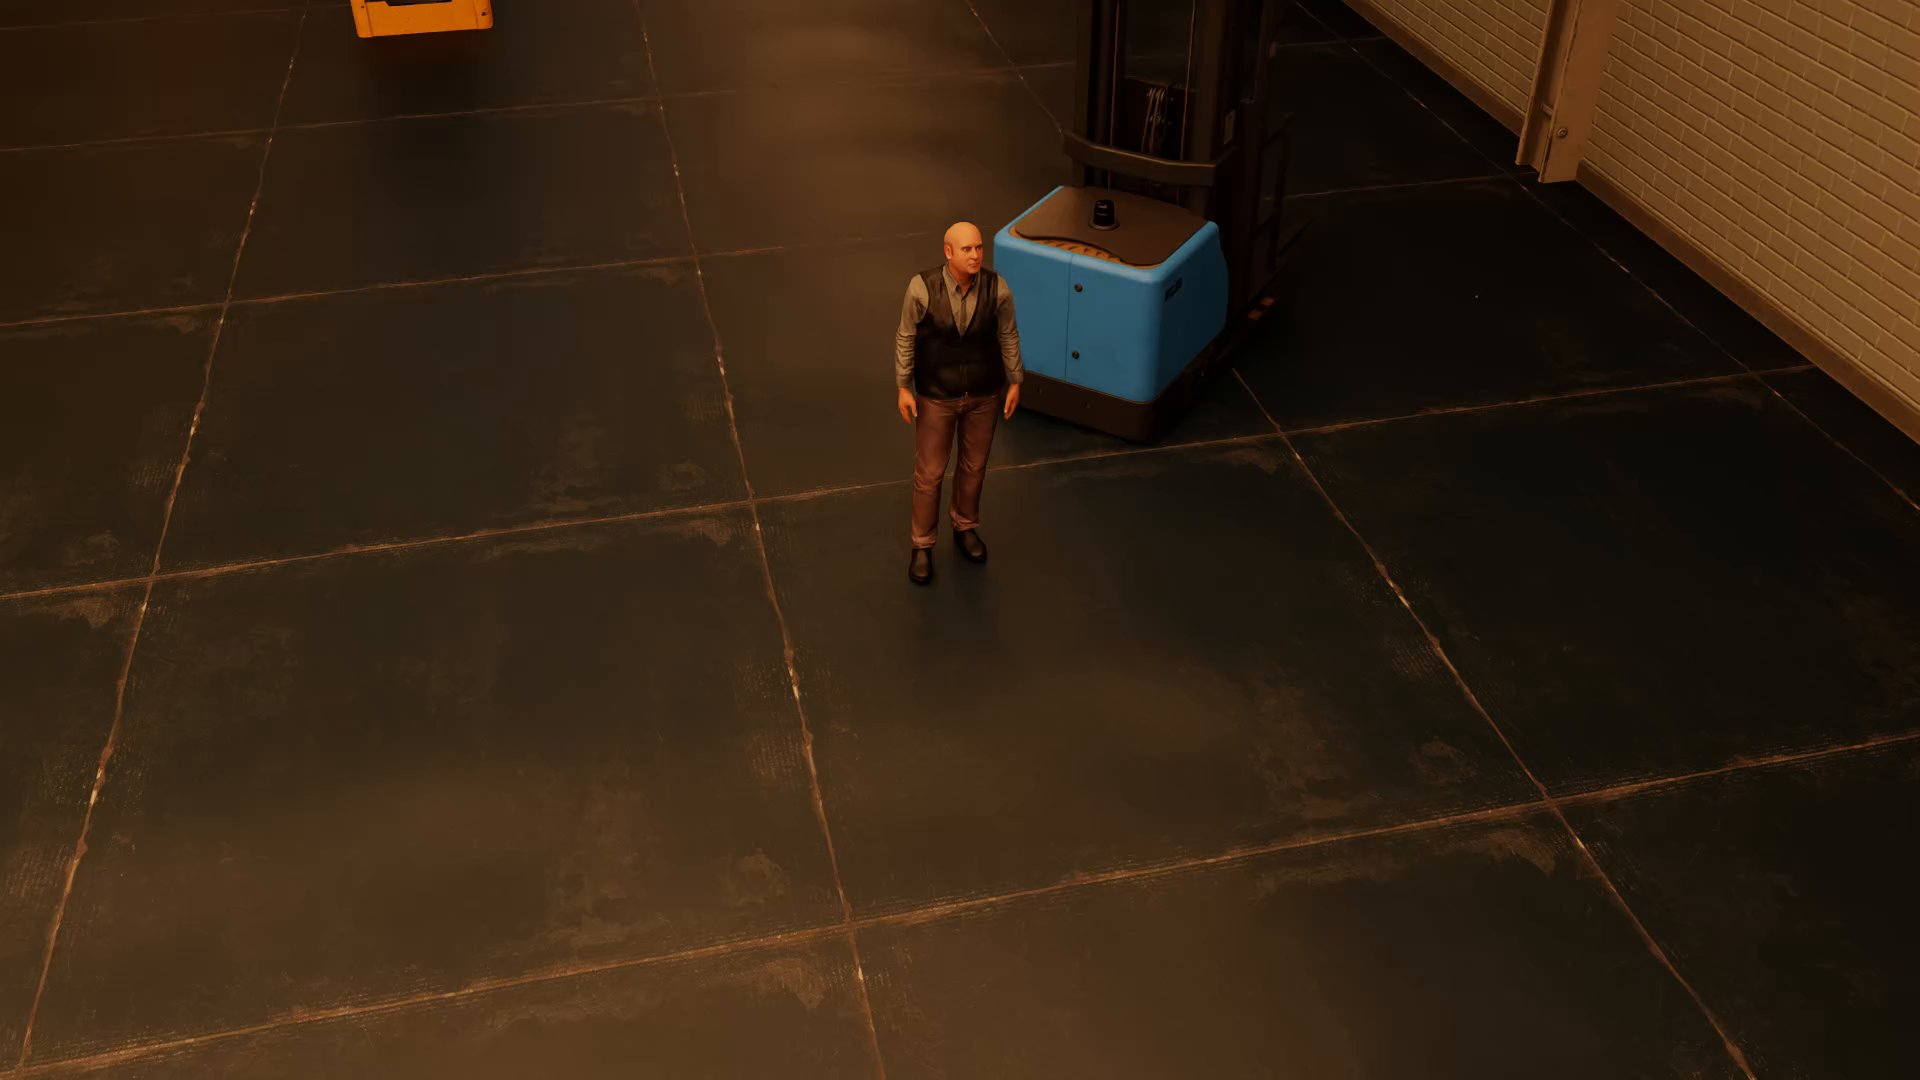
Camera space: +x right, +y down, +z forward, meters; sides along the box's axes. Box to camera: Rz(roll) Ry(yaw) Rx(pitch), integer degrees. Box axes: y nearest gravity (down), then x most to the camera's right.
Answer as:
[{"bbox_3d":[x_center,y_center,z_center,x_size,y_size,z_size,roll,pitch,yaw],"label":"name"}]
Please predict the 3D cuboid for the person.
[{"bbox_3d":[0.007,-0.668,8.001,0.633,1.722,0.566,-8,36,-11],"label":"person"}]

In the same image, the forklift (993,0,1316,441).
[{"bbox_3d":[1.352,-2.574,9.627,1.130,2.935,3.031,19,40,25],"label":"forklift"}]
